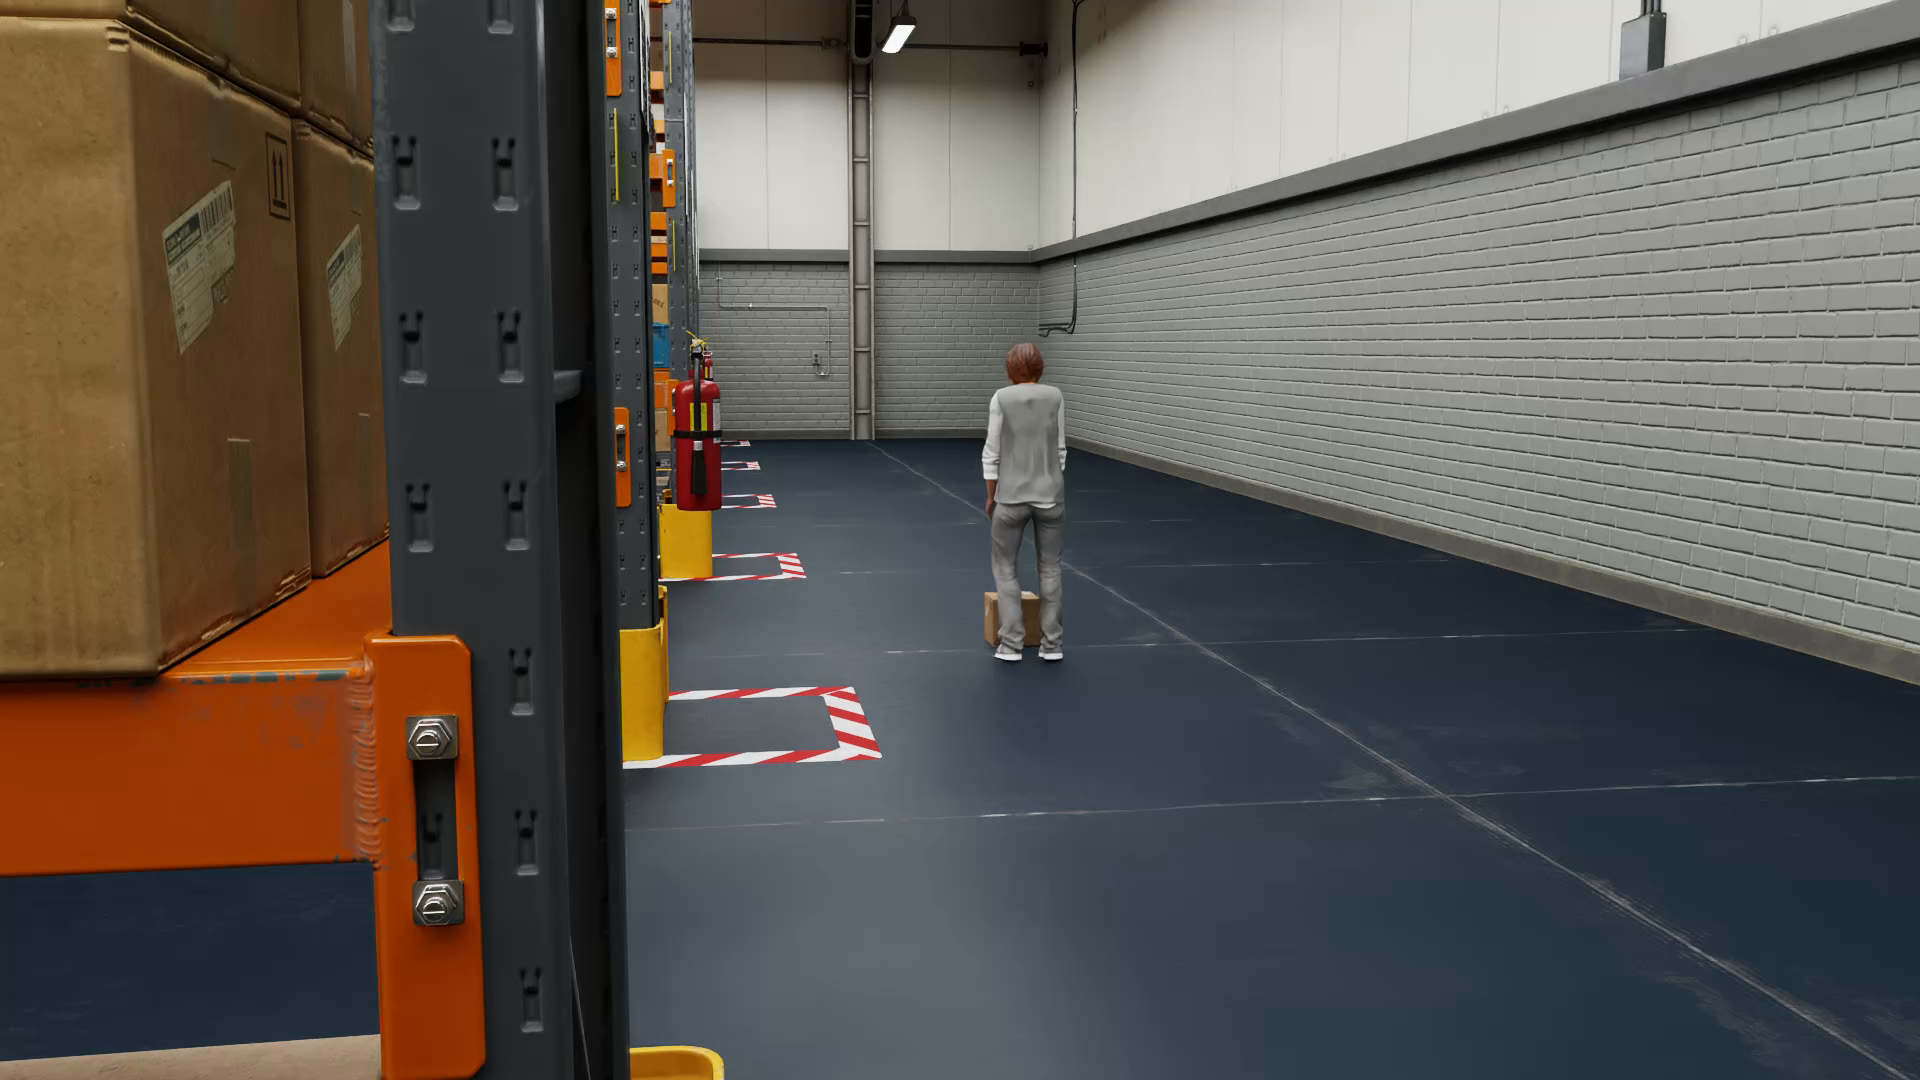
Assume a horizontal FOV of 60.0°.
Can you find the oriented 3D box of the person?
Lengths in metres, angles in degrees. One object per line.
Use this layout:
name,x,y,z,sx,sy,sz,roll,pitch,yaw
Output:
person,0.311,-0.111,8.237,0.454,1.429,0.540,-1,7,-8
